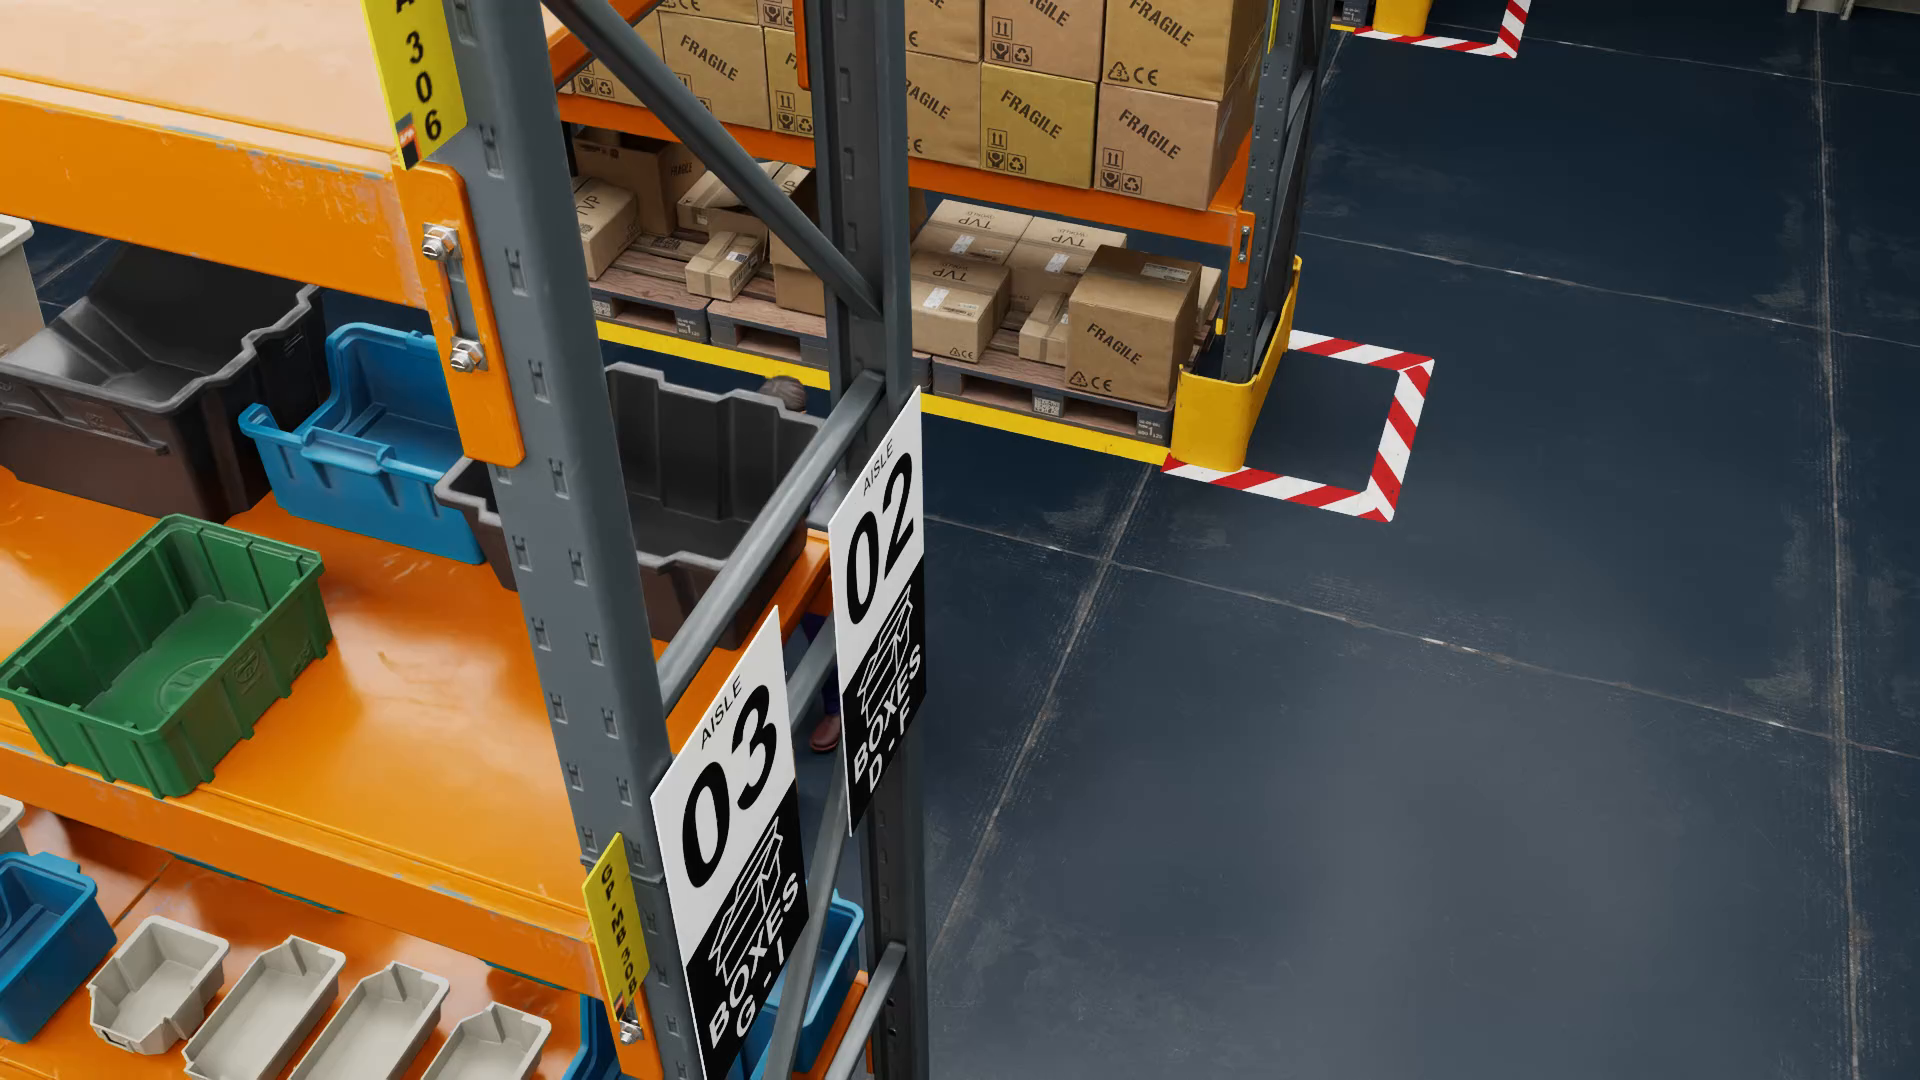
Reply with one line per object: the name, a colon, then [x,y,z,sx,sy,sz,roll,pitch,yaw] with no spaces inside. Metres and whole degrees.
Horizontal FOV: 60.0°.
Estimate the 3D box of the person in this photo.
person: [-0.624,0.111,6.060,0.493,1.649,0.367,14,44,15]
